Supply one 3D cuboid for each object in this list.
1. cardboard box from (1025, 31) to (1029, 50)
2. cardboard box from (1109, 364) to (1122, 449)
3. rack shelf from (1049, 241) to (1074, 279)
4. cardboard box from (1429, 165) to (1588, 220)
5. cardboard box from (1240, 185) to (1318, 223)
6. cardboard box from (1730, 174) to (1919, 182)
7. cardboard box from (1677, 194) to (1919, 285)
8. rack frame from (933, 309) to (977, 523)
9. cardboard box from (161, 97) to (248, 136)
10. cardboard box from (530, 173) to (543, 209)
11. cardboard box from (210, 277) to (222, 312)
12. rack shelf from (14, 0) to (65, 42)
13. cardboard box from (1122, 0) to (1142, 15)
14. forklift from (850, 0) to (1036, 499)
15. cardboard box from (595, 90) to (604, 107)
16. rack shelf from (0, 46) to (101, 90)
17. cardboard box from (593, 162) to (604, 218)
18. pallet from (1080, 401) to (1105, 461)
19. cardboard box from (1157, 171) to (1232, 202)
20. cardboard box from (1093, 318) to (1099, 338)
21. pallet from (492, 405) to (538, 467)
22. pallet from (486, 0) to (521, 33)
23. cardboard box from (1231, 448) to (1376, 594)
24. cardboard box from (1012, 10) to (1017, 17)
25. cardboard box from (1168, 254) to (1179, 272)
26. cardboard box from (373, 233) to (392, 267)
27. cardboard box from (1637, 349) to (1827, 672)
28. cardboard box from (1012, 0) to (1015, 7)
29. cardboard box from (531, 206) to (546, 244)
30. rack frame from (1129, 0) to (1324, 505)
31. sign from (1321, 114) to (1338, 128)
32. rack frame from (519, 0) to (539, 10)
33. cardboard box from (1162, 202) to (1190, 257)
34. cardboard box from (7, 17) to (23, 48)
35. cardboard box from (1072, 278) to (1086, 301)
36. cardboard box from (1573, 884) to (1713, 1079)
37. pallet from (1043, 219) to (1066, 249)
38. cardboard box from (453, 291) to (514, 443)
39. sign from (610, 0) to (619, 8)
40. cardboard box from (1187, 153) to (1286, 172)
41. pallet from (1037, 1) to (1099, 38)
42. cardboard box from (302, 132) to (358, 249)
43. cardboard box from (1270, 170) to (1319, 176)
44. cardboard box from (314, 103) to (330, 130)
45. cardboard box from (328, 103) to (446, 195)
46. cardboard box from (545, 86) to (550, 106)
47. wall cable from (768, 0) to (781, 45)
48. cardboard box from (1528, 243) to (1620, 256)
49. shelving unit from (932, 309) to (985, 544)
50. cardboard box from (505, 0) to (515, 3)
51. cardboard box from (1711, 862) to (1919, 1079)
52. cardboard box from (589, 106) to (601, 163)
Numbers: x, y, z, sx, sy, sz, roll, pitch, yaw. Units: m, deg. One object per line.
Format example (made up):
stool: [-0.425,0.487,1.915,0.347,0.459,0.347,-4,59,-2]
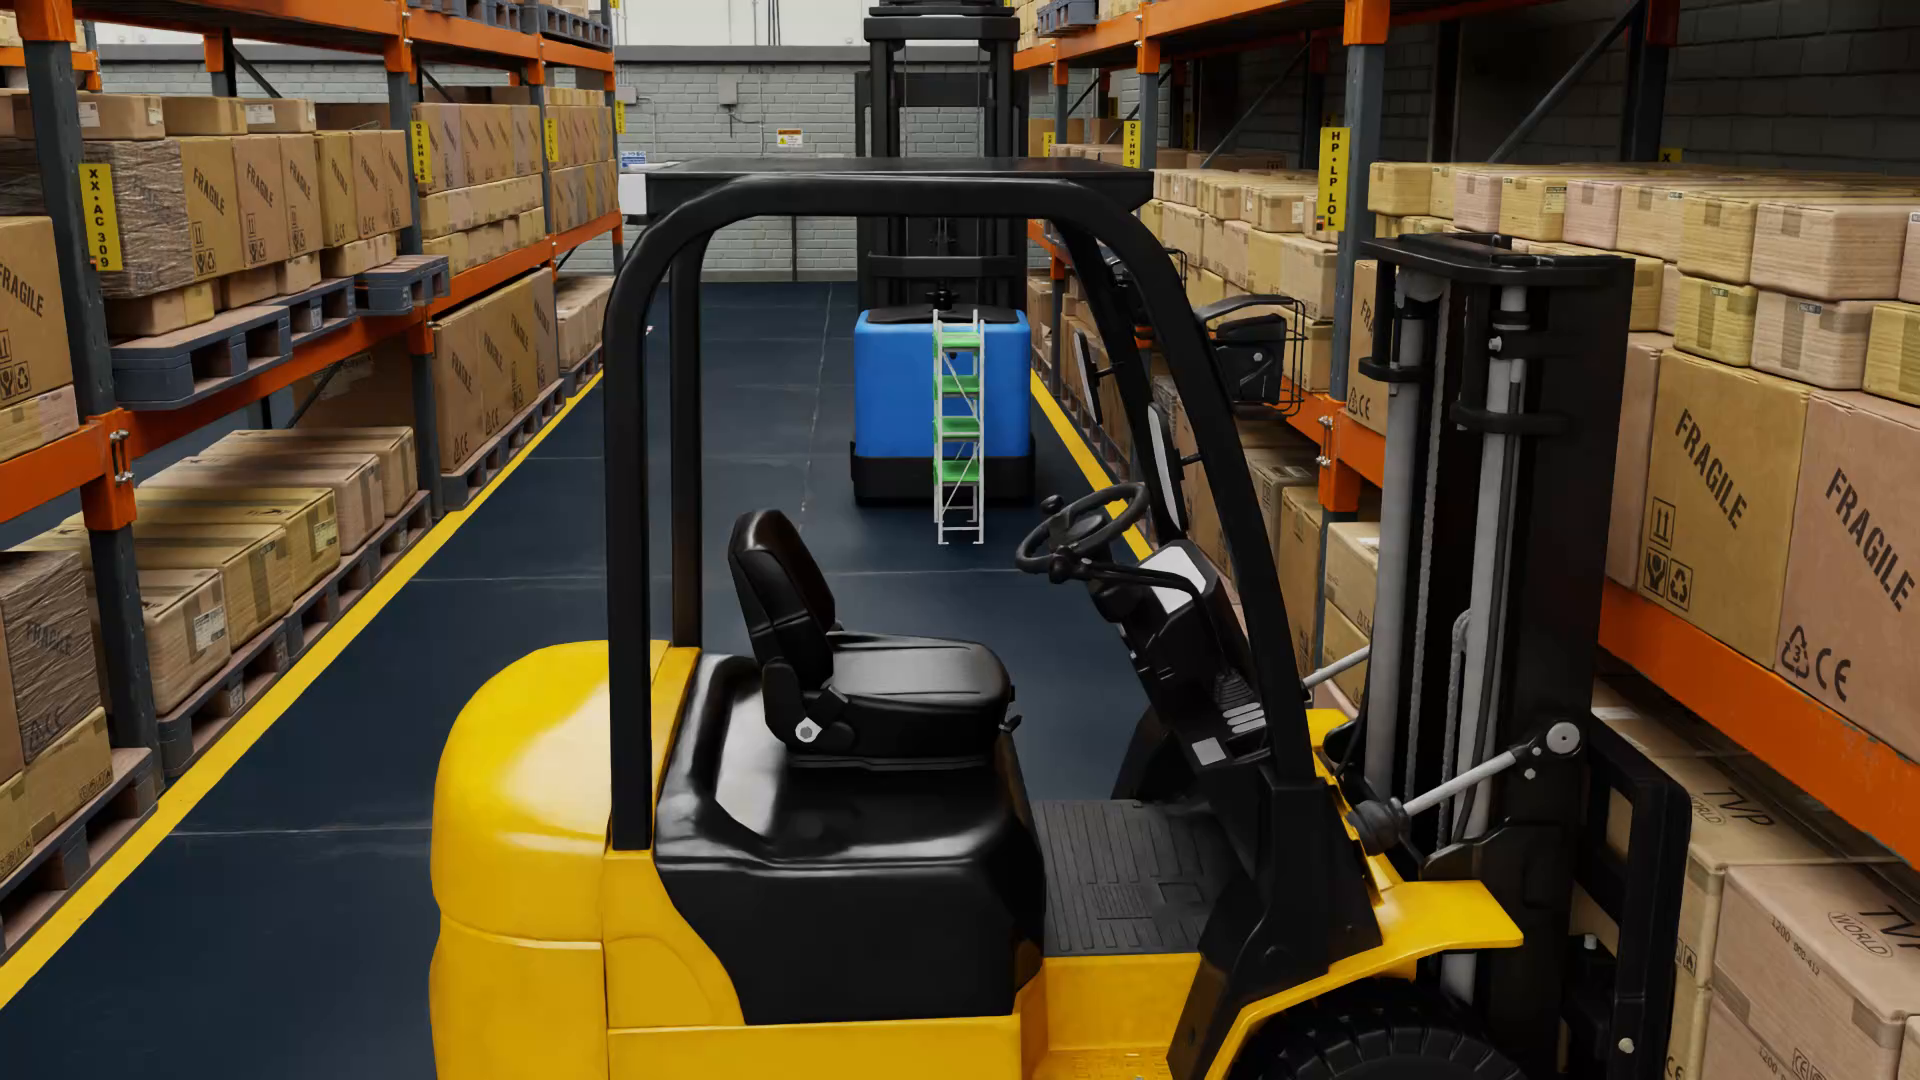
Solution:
cardboard box: [0.786,-4.498,14.973,0.380,0.149,0.250,-1,14,-3]
cardboard box: [1.235,-0.862,10.532,0.500,0.500,0.500,-1,14,-4]
rack shelf: [1.372,-1.792,11.415,1.077,0.370,4.000,-1,14,-3]
cardboard box: [1.591,-1.008,4.823,0.380,0.149,0.250,-1,14,-3]
cardboard box: [1.392,-1.410,6.983,0.380,0.149,0.250,-1,14,-3]
cardboard box: [2.143,-0.825,4.115,0.380,0.149,0.250,-1,14,-4]
cardboard box: [1.580,-0.562,3.091,0.380,0.149,0.250,-1,14,-2]
rack frame: [-0.025,-0.683,9.273,0.240,1.200,0.015,-1,14,-3]
cardboard box: [-3.056,-1.672,6.562,0.380,0.149,0.250,0,14,0]
cardboard box: [-3.436,-2.624,12.502,0.500,0.250,0.500,-1,14,-3]
cardboard box: [-3.030,-0.926,6.268,0.380,0.149,0.250,0,14,0]
rack shelf: [-3.086,-1.178,3.007,1.077,0.370,4.000,-1,14,-3]
cardboard box: [1.222,-3.147,9.519,0.500,0.250,0.500,-1,14,-5]
forklift: [-0.116,-1.974,10.817,1.130,2.935,3.031,0,14,-1]
cardboard box: [-3.592,-4.190,15.783,0.380,0.149,0.250,-1,14,-4]
rack shelf: [-8.764,-4.060,14.212,1.077,0.370,4.000,-1,14,-3]
cardboard box: [-3.602,-3.235,15.378,0.500,0.500,0.500,0,14,-2]
pallet: [1.415,-0.782,11.640,1.003,0.211,1.213,-1,14,-3]
cardboard box: [1.240,-1.855,8.716,0.380,0.149,0.250,-1,14,-2]
cardboard box: [1.148,-1.528,11.816,0.380,0.149,0.250,0,14,-1]
pallet: [-3.504,-0.715,11.382,1.003,0.211,1.213,-1,14,-3]
pallet: [-3.600,-3.693,11.724,0.805,0.209,1.217,-1,15,-6]
cardboard box: [1.660,-0.024,7.024,0.875,0.625,0.625,-1,14,-4]
cardboard box: [0.755,-5.042,16.288,0.500,0.250,0.500,-1,14,-4]
cardboard box: [1.306,-1.331,8.481,0.500,0.250,0.500,-1,14,-5]
cardboard box: [-3.054,-1.442,8.272,0.380,0.149,0.250,-1,14,-4]
cardboard box: [1.644,-0.077,3.105,0.500,0.500,0.500,-1,14,-4]
cardboard box: [0.777,-5.285,16.227,0.500,0.250,0.500,-1,14,-4]
cardboard box: [-3.426,-2.380,12.558,0.500,0.250,0.500,-1,14,-5]
rack frame: [1.496,-1.643,9.393,1.000,3.000,0.127,-1,14,-3]
sign: [2.050,-2.213,9.285,0.100,0.325,0.005,-1,14,-3]
rack frame: [-3.706,-5.466,12.210,1.000,3.000,0.127,-1,14,-3]
cardboard box: [1.309,-1.574,8.421,0.500,0.250,0.500,0,14,-2]
cardboard box: [-8.539,-4.474,14.677,0.500,0.250,0.500,0,14,-1]
cardboard box: [1.069,-1.932,12.789,0.380,0.149,0.250,-2,15,-6]
cardboard box: [1.576,0.863,3.323,0.500,0.250,0.500,-1,14,-5]
pallet: [1.189,-2.344,12.504,1.003,0.211,1.213,-1,14,-3]
cardboard box: [-3.469,-1.135,10.839,0.875,0.875,0.875,-1,14,-3]
sign: [-3.411,-5.403,16.369,0.100,0.325,0.005,-1,14,-3]
cardboard box: [1.620,-2.025,9.835,0.500,0.500,0.500,0,14,-1]
pallet: [1.219,-3.836,12.274,1.213,0.211,1.003,-1,14,-3]
cardboard box: [-3.077,-1.599,7.580,0.500,0.500,0.500,-2,15,-7]
cardboard box: [1.846,-1.864,8.751,0.380,0.149,0.250,-1,14,-2]
cardboard box: [-3.751,-2.223,9.438,0.500,0.500,0.500,-1,14,-5]
cardboard box: [-3.244,-2.225,9.445,0.500,0.500,0.500,-1,14,-5]
cardboard box: [-3.498,-3.553,13.307,0.380,0.149,0.250,-1,14,-3]
wall cable: [-1.054,-7.934,21.726,2.988,3.039,0.133,-1,14,-3]
cardboard box: [1.552,-0.609,3.870,0.380,0.149,0.250,-1,14,-5]
shelving unit: [-0.010,-0.622,9.037,0.258,1.200,0.503,-1,14,-3]
cardboard box: [-3.442,-3.957,11.703,0.500,0.311,0.500,-1,14,-3]
cardboard box: [1.614,0.754,2.745,0.500,0.250,0.500,-1,14,-2]
cardboard box: [-3.597,-3.719,15.253,0.500,0.500,0.500,-1,14,-4]
